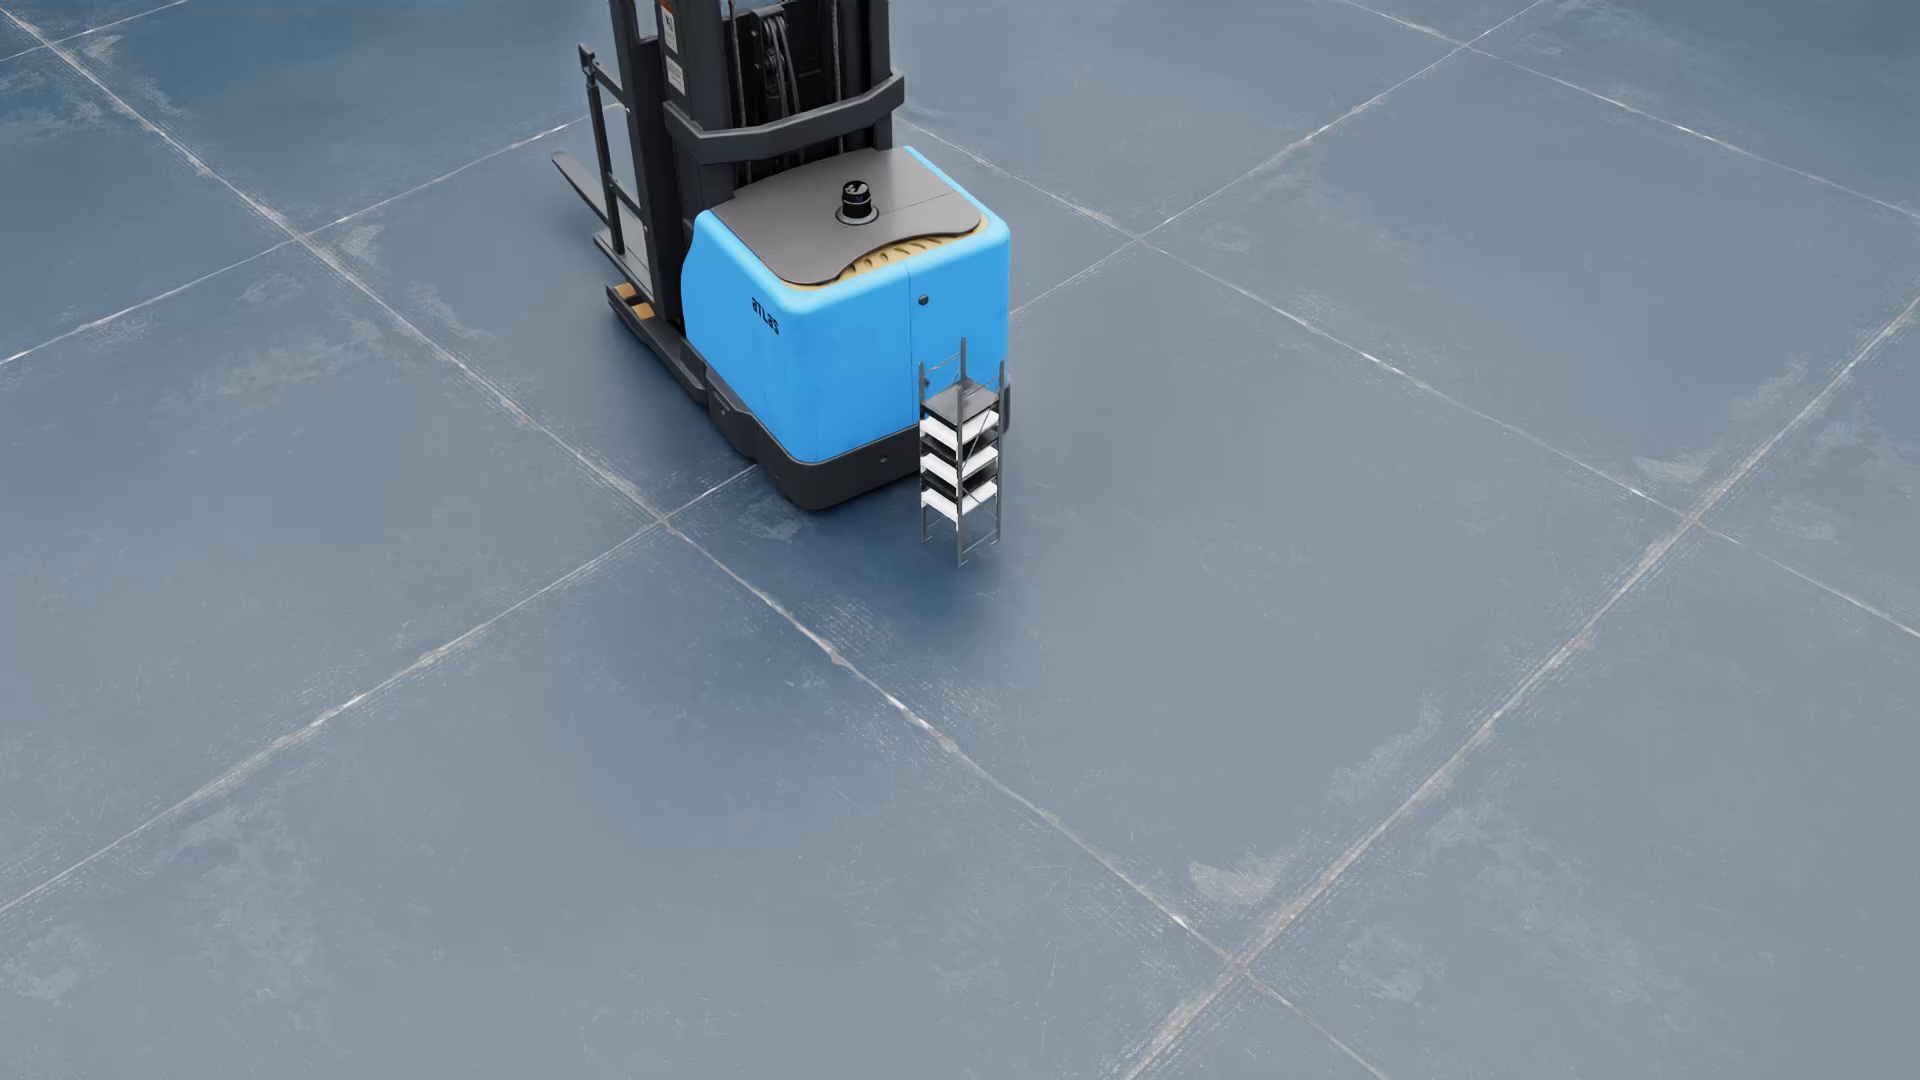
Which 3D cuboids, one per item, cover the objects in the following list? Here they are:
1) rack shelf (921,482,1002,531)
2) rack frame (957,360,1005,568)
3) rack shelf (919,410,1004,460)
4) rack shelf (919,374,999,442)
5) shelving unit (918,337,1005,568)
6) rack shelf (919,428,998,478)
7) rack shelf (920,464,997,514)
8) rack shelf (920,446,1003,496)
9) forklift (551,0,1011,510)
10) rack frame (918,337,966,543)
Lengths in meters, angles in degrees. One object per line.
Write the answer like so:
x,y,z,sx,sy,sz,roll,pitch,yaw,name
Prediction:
0.006,-0.170,6.585,0.258,0.077,0.200,-34,53,-31,rack shelf
0.078,-0.278,6.388,0.240,0.900,0.006,-34,53,-31,rack frame
0.006,-0.434,6.341,0.258,0.077,0.200,-34,53,-31,rack shelf
0.006,-0.500,6.280,0.258,0.077,0.200,-34,53,-31,rack shelf
0.006,-0.327,6.440,0.258,0.900,0.210,-34,53,-31,shelving unit
0.006,-0.368,6.402,0.258,0.077,0.200,-34,53,-31,rack shelf
0.006,-0.236,6.524,0.258,0.077,0.200,-34,53,-31,rack shelf
0.006,-0.302,6.463,0.258,0.077,0.200,-34,53,-31,rack shelf
-1.009,-2.173,6.942,1.130,2.935,3.031,-24,48,-24,forklift
-0.066,-0.375,6.493,0.240,0.900,0.006,-34,53,-31,rack frame
